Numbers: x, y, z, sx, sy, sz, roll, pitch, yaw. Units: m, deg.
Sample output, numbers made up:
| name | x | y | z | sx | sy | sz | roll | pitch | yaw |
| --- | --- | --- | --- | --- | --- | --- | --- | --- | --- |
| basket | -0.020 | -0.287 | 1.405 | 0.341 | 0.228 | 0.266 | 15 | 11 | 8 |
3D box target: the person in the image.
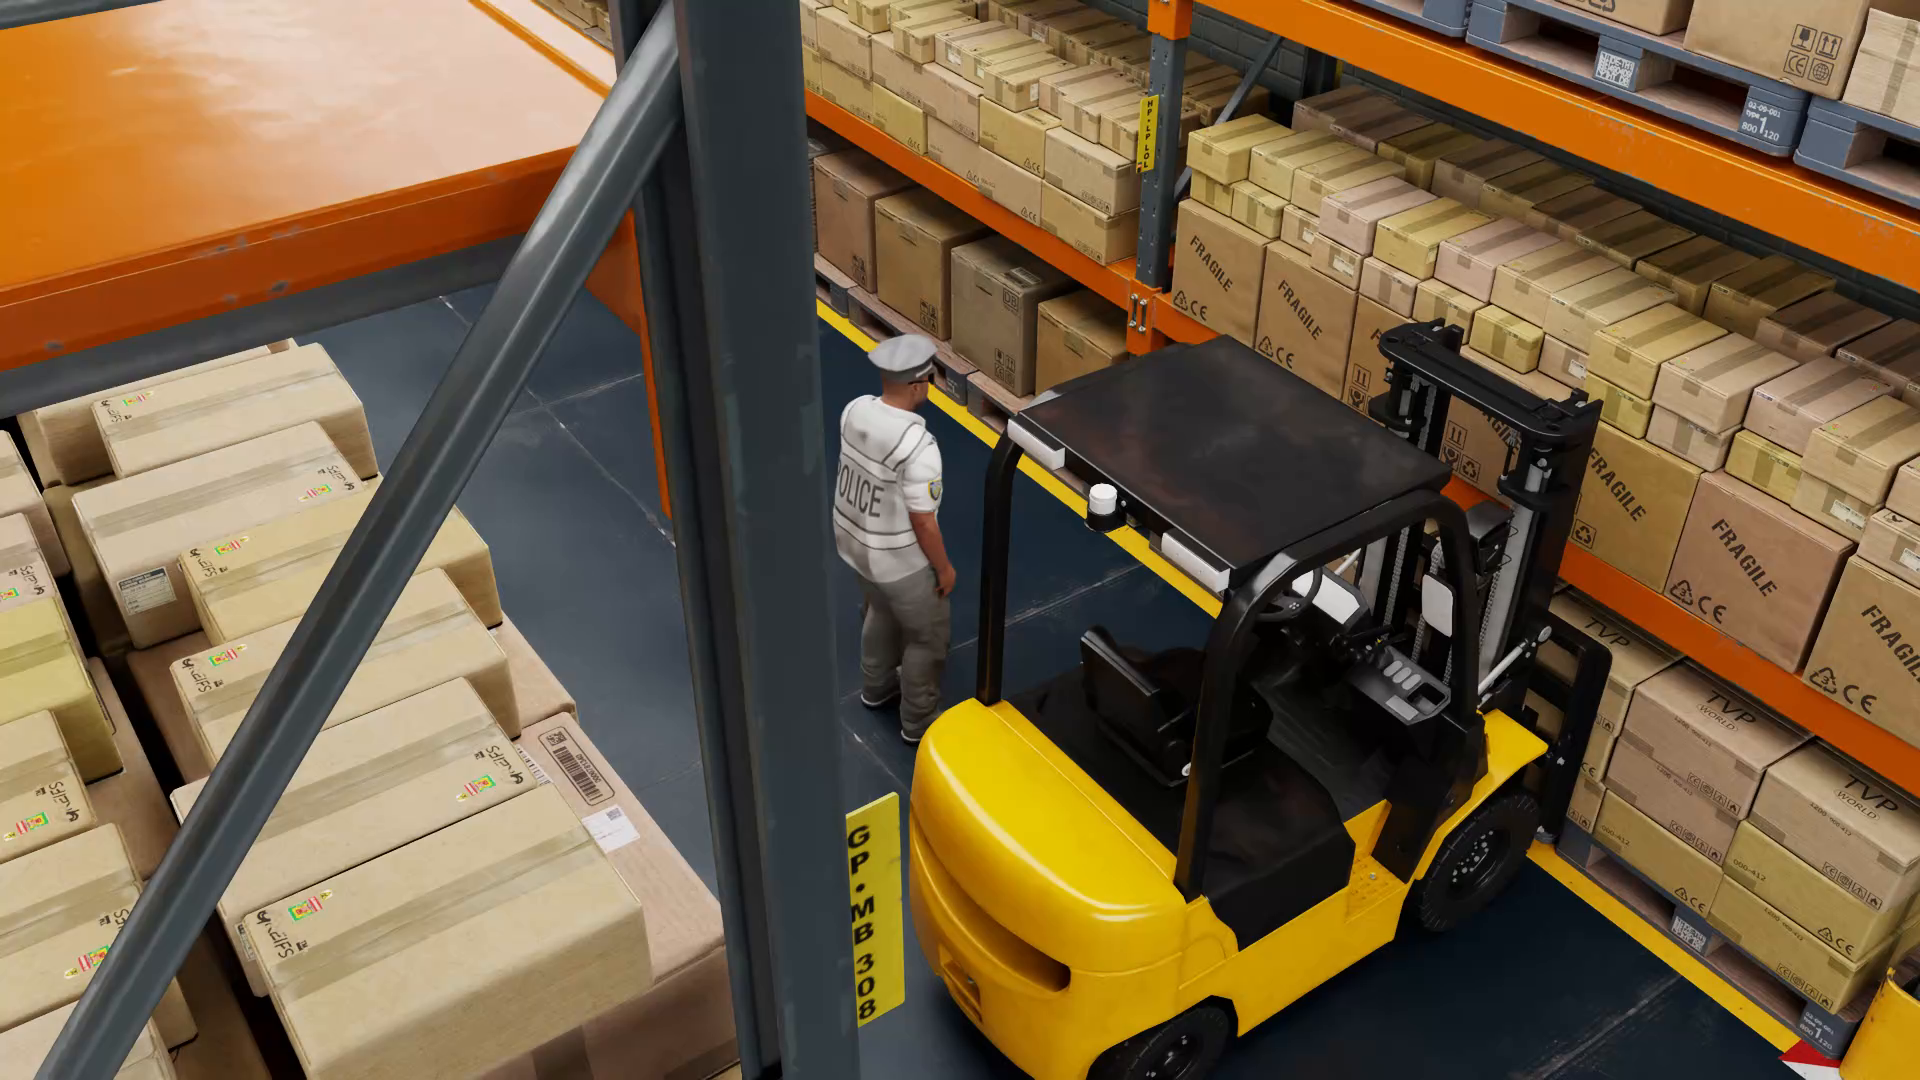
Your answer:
| name | x | y | z | sx | sy | sz | roll | pitch | yaw |
| --- | --- | --- | --- | --- | --- | --- | --- | --- | --- |
| person | -0.256 | 0.024 | 6.609 | 0.434 | 1.748 | 0.578 | -24 | 42 | -29 |
